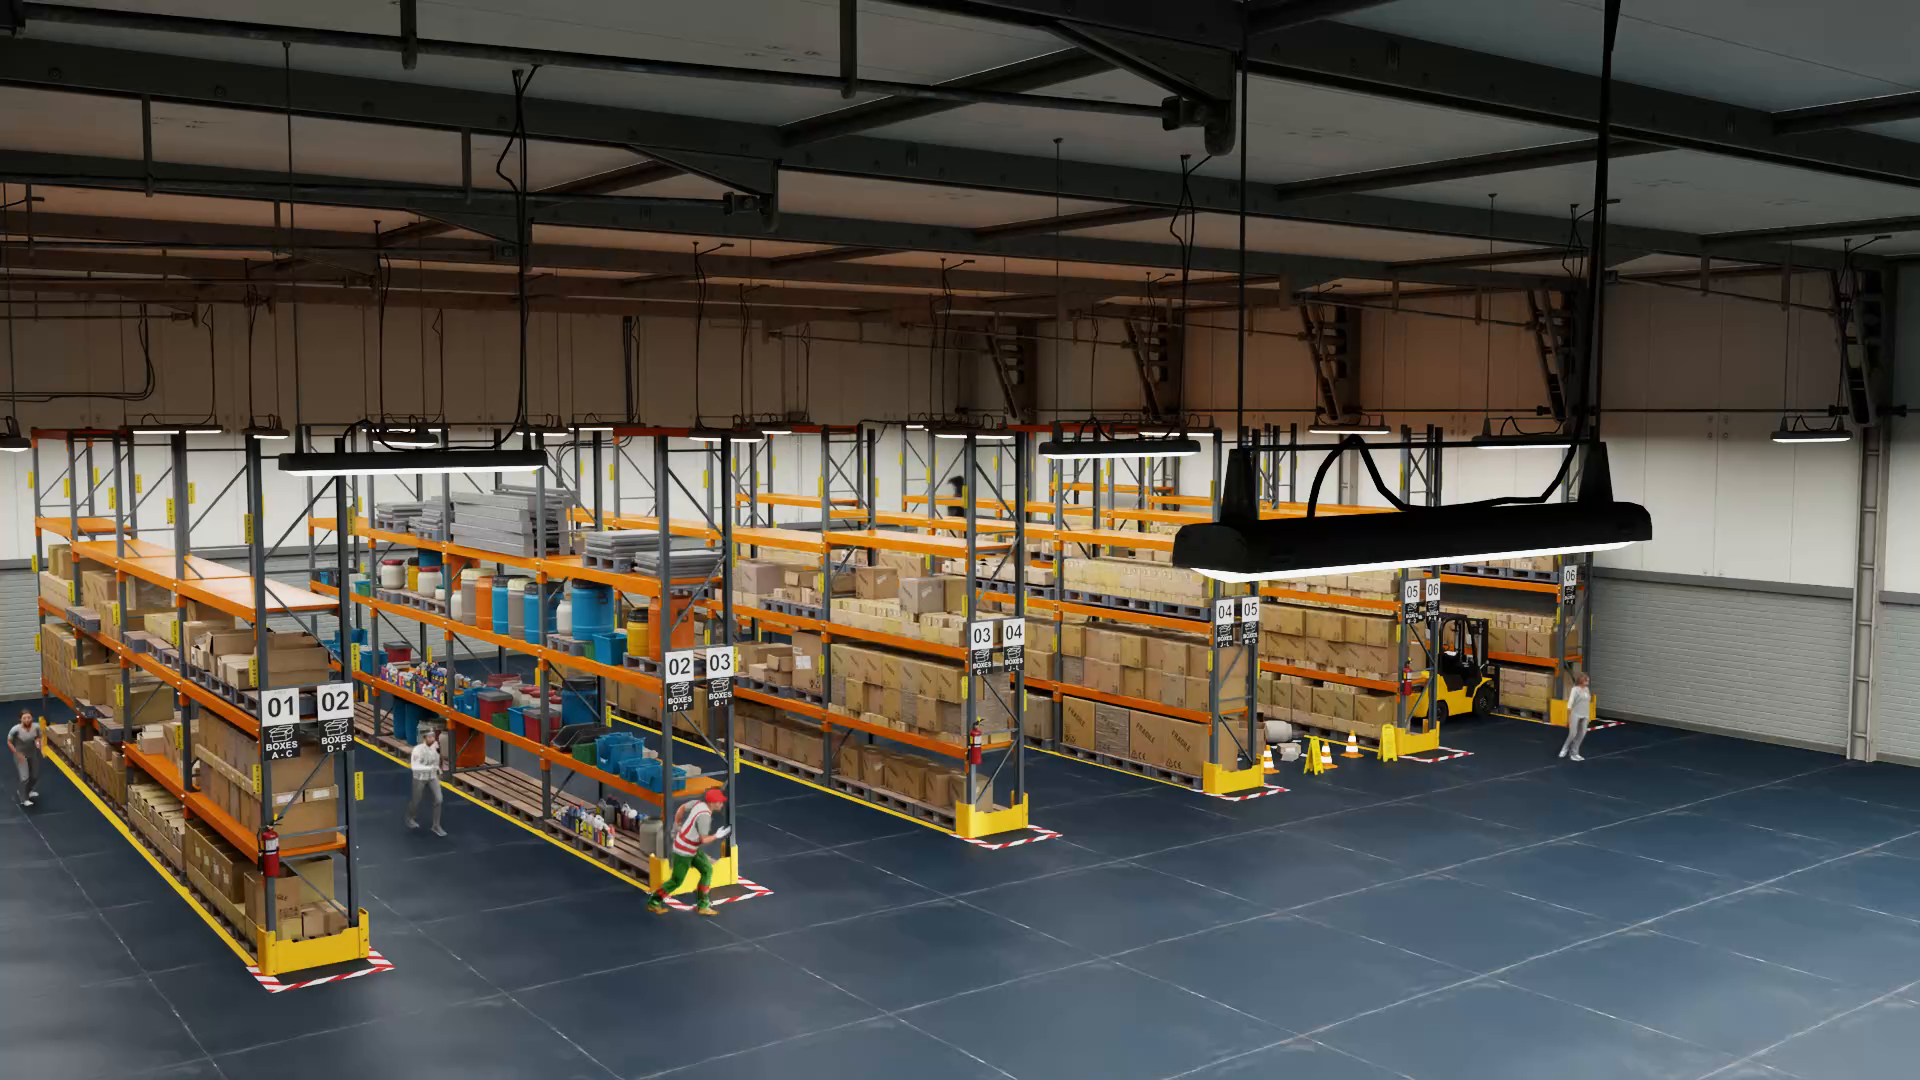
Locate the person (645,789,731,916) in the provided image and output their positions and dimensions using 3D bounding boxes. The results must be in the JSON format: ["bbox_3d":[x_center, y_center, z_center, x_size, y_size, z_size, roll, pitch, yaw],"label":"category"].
[{"bbox_3d":[-3.384,3.906,20.666,1.088,1.641,0.679,0,4,-5],"label":"person"}]

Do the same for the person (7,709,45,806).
[{"bbox_3d":[-14.982,3.455,26.627,0.780,1.577,0.579,3,6,36],"label":"person"}]

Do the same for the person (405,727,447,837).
[{"bbox_3d":[-7.969,3.566,24.757,0.944,1.659,0.598,4,6,44],"label":"person"}]

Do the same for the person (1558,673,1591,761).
[{"bbox_3d":[11.091,3.190,29.985,0.539,1.583,0.432,-2,5,-26],"label":"person"}]
